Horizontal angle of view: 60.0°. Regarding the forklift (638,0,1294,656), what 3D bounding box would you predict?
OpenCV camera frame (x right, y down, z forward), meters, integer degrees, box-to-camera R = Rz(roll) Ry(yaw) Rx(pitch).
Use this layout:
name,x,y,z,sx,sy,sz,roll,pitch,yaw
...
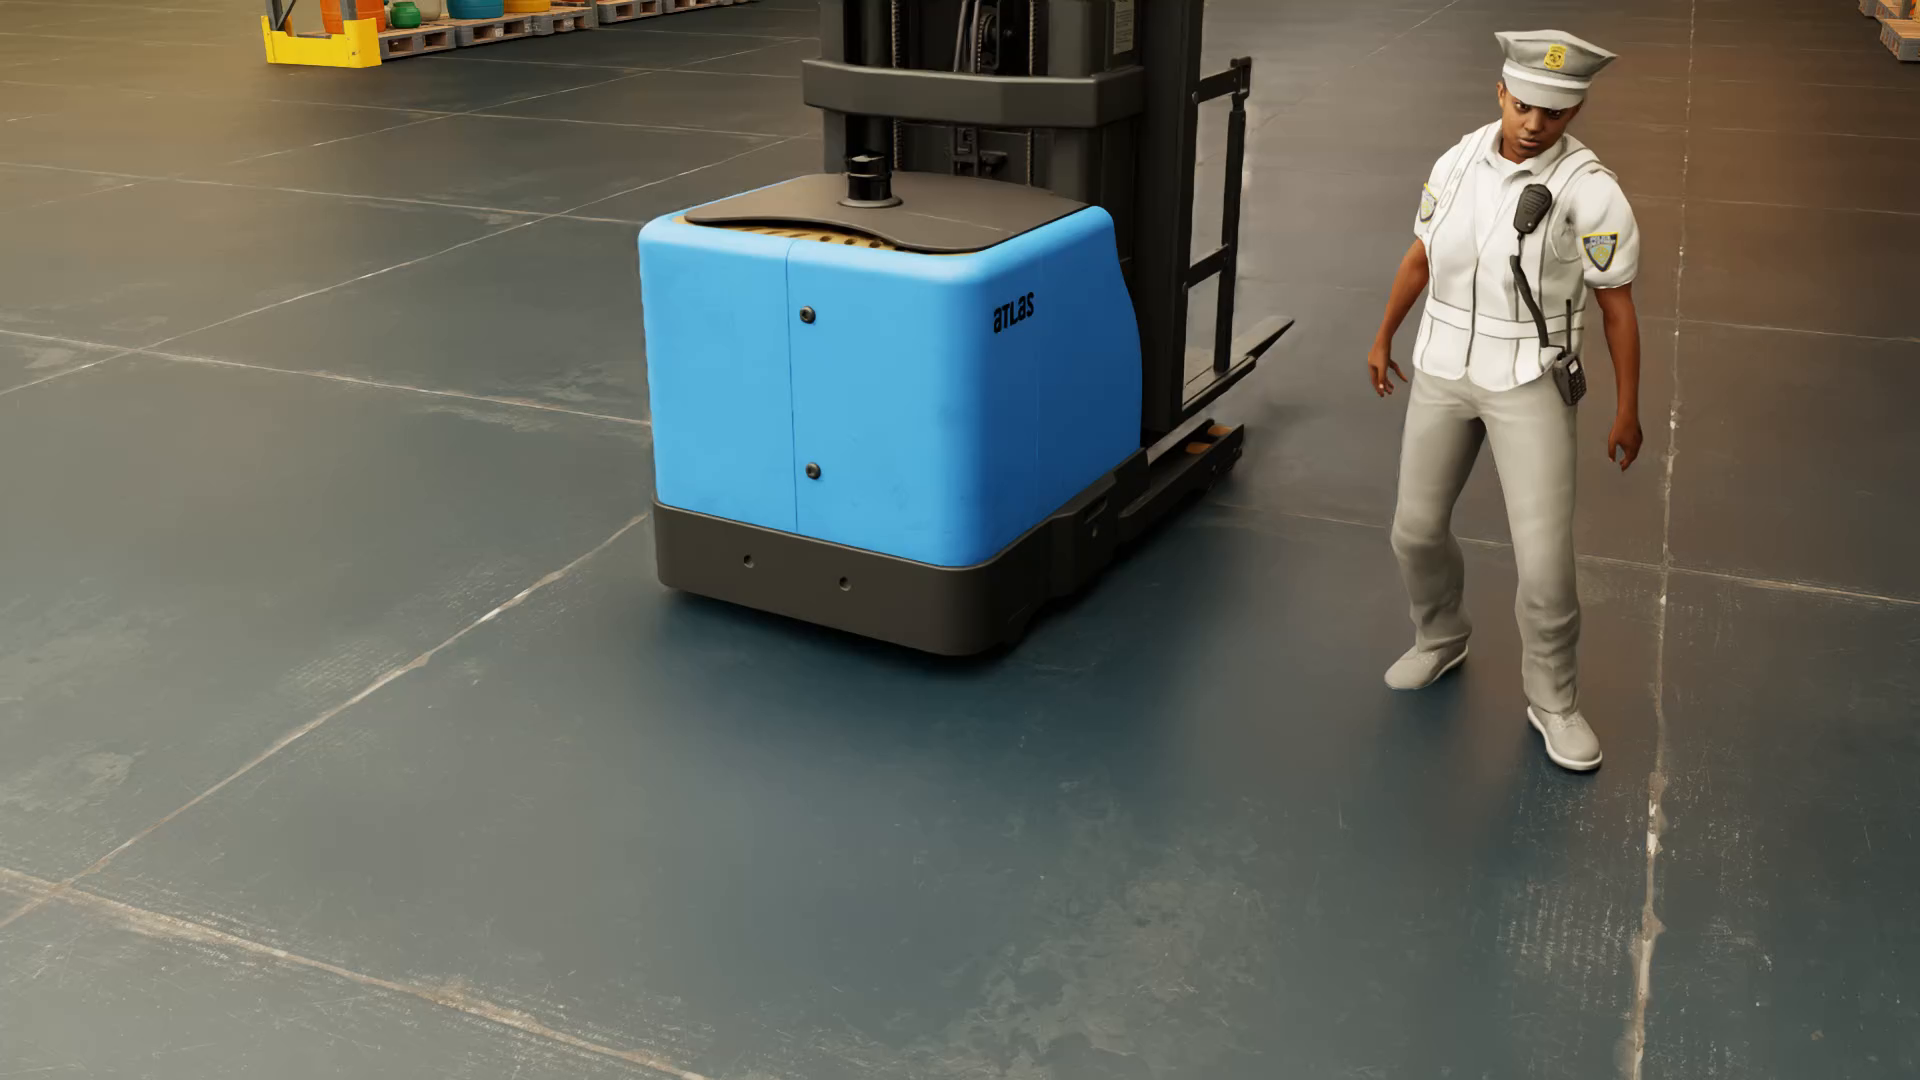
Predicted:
name,x,y,z,sx,sy,sz,roll,pitch,yaw
forklift,0.306,-1.586,5.086,1.130,2.935,3.031,12,26,27

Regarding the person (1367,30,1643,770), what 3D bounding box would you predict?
name,x,y,z,sx,sy,sz,roll,pitch,yaw
person,1.252,-0.335,3.832,0.427,1.634,0.796,-20,30,-40
